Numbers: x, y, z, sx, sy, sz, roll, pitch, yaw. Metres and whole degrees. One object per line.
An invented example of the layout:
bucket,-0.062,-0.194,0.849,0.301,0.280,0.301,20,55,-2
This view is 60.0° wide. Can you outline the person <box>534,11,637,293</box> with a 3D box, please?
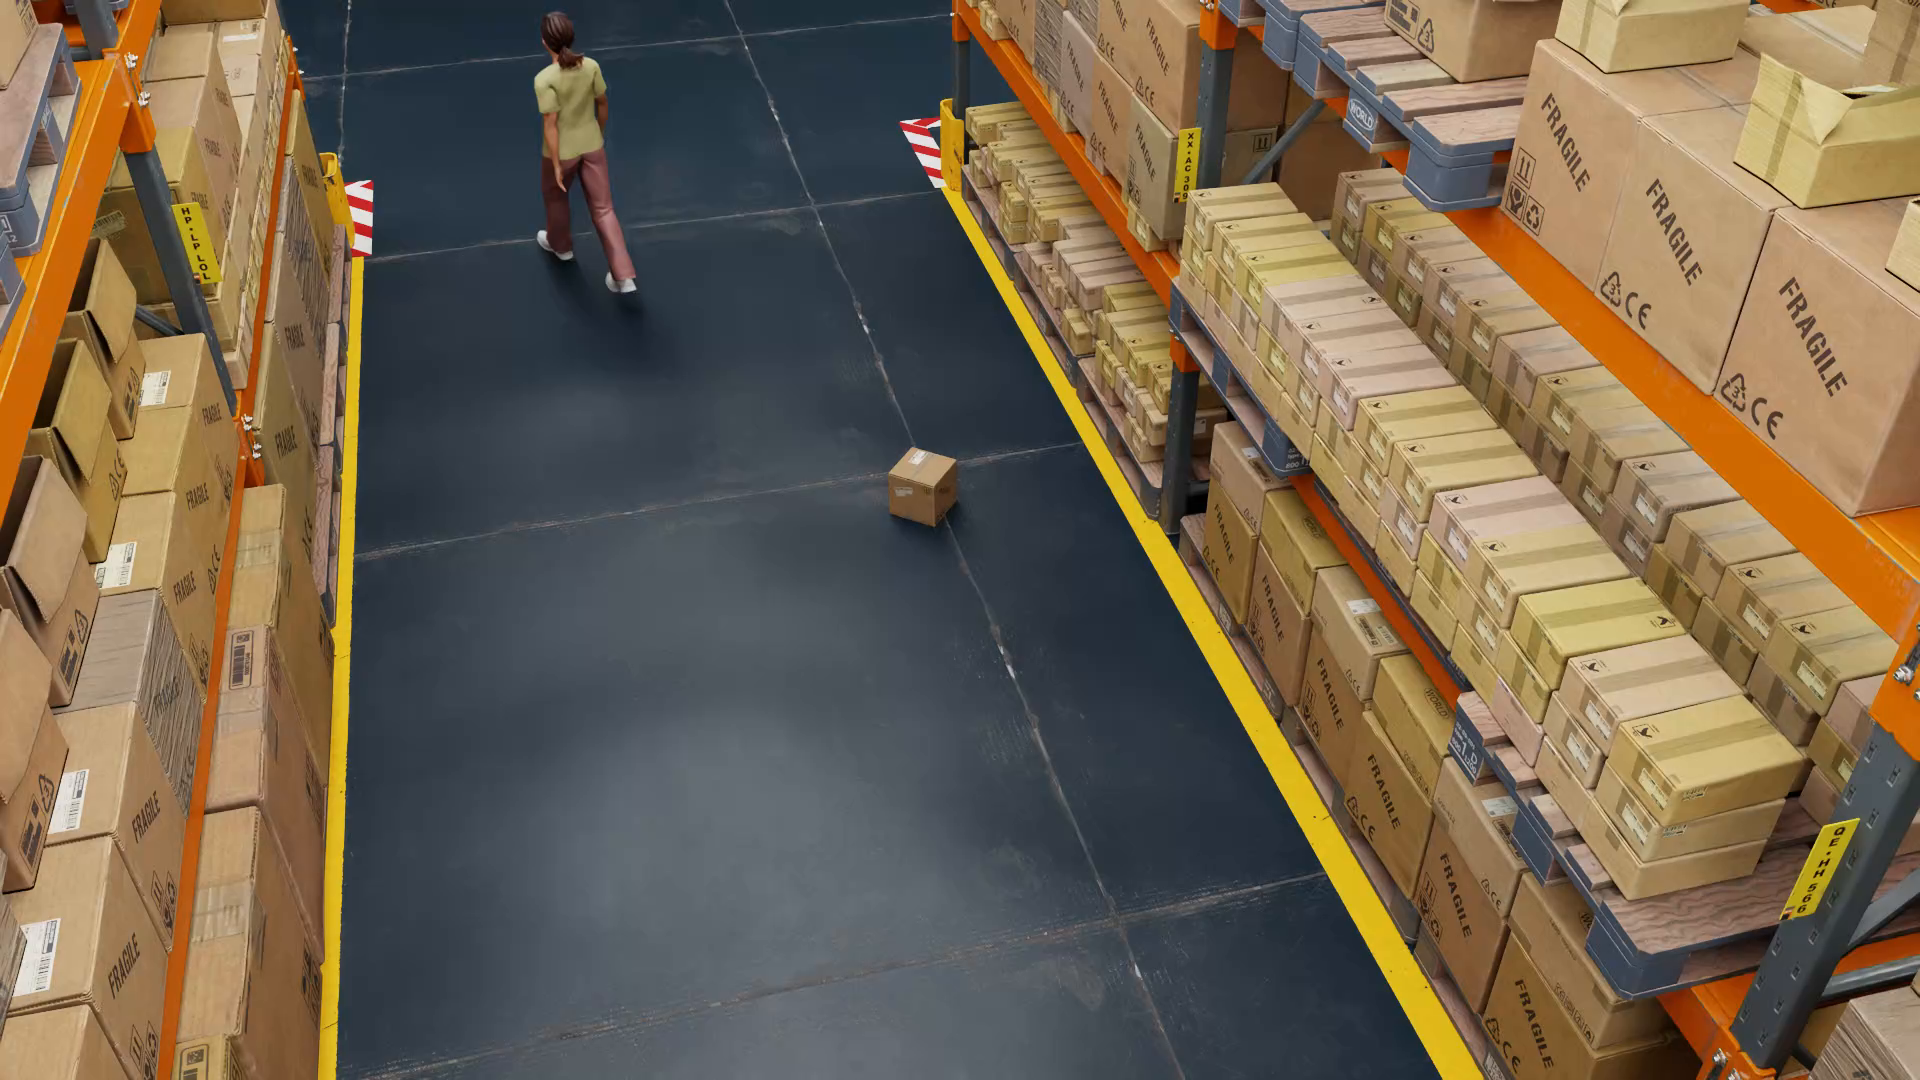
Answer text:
person,-2.203,-2.159,9.657,0.458,1.363,1.057,-23,44,-26
